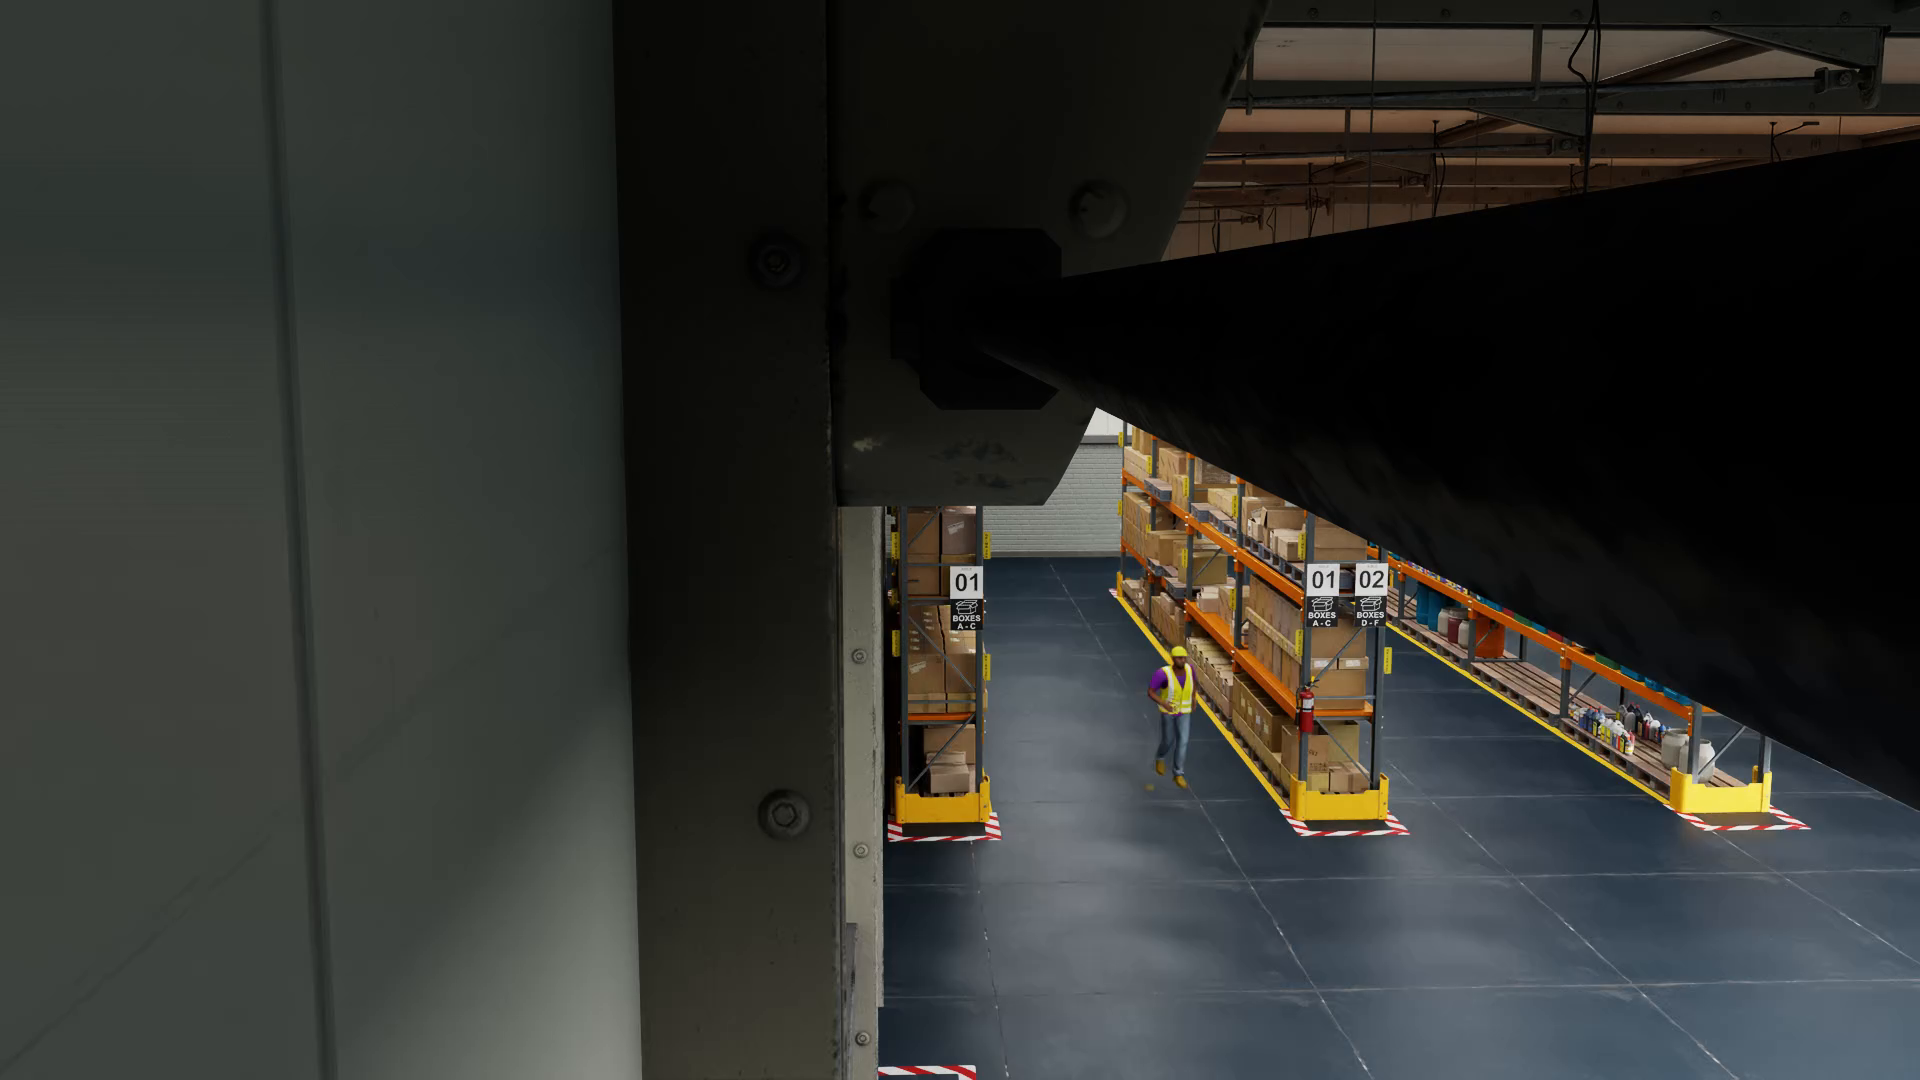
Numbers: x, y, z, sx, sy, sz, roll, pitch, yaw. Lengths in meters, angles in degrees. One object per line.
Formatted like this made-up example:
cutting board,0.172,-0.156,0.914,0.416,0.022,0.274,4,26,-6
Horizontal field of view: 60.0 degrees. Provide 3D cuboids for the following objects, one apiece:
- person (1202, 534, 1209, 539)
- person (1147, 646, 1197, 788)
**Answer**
person,5.355,0.251,37.267,0.718,1.808,0.670,3,8,17
person,2.749,2.217,21.309,0.726,1.765,0.896,-3,8,-18
